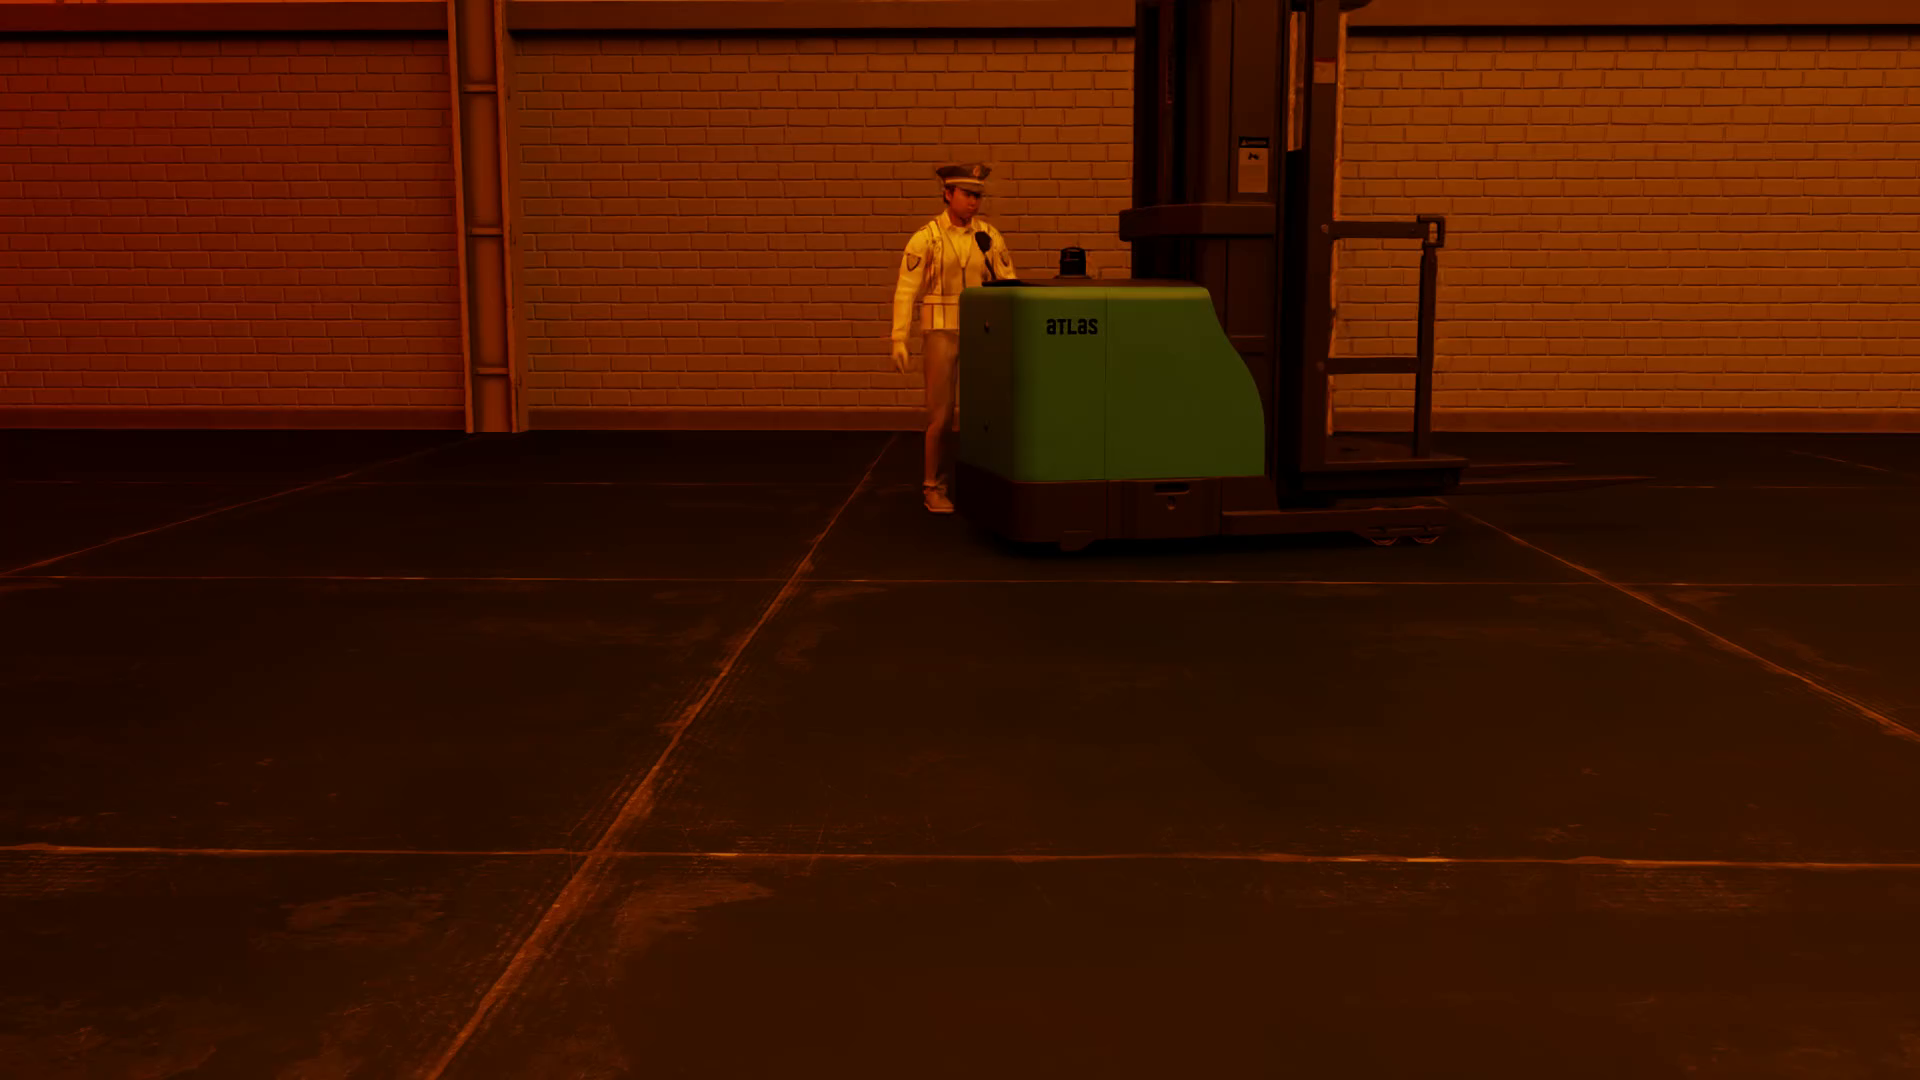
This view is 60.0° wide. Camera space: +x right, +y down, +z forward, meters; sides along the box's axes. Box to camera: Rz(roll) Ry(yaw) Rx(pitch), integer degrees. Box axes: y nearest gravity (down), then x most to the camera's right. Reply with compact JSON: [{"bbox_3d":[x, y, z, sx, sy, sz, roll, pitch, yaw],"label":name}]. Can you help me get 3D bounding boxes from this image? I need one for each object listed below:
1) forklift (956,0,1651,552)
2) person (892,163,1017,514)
[{"bbox_3d":[1.555,-1.497,7.224,3.031,2.935,1.130,-2,9,-14],"label":"forklift"},{"bbox_3d":[0.027,-0.954,7.945,0.715,1.645,0.341,-3,9,-16],"label":"person"}]
